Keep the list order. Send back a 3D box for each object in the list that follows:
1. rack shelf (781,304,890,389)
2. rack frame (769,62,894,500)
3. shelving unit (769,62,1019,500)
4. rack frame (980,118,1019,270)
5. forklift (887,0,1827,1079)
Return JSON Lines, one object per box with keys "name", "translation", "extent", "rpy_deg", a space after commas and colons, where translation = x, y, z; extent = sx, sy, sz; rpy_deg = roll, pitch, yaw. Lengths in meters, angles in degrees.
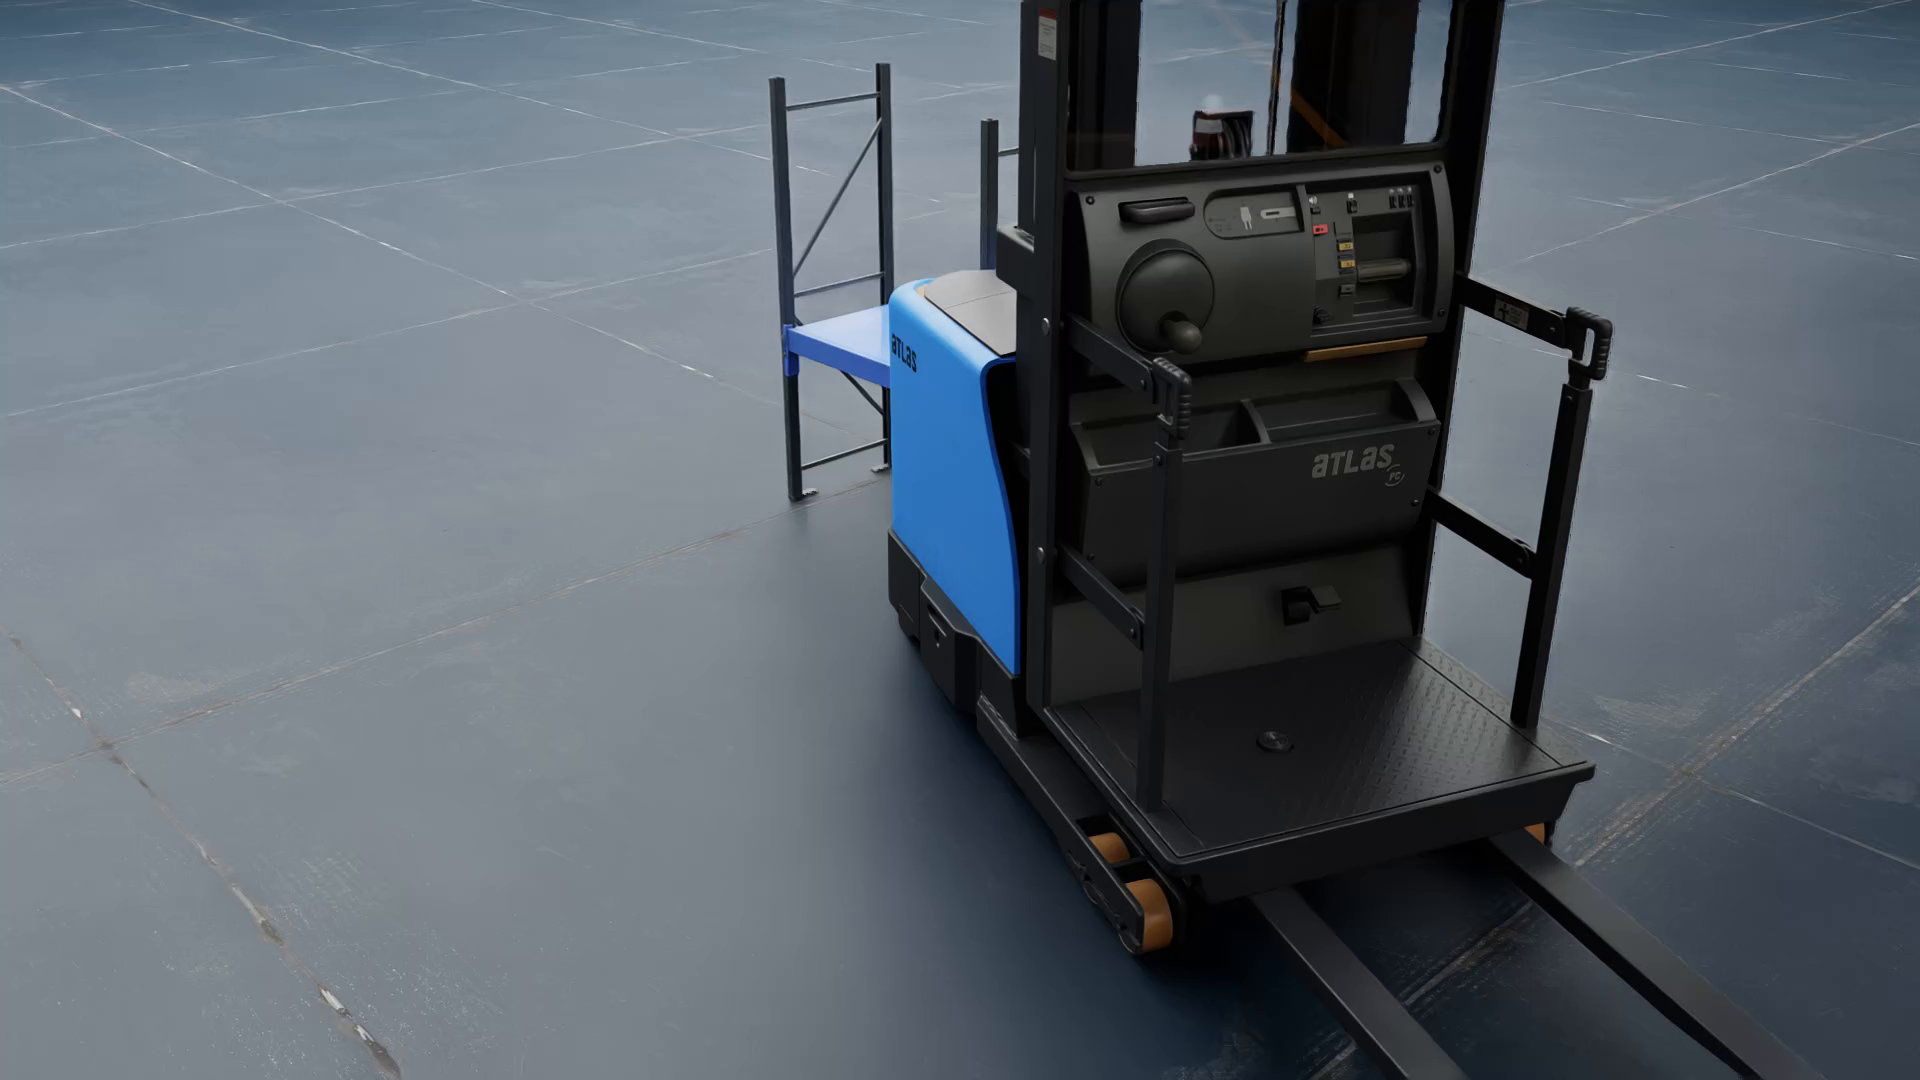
{"name": "rack shelf", "translation": [-0.091, -0.586, 5.660], "extent": [0.538, 0.185, 1.000], "rpy_deg": [-21, 32, -38]}
{"name": "rack frame", "translation": [-0.435, -0.905, 5.926], "extent": [0.500, 1.500, 0.032], "rpy_deg": [-21, 32, -38]}
{"name": "shelving unit", "translation": [-0.091, -0.749, 5.586], "extent": [0.538, 1.500, 1.048], "rpy_deg": [-21, 32, -38]}
{"name": "rack frame", "translation": [0.253, -0.594, 5.245], "extent": [0.500, 1.500, 0.032], "rpy_deg": [-21, 32, -38]}
{"name": "forklift", "translation": [0.776, -0.603, 3.541], "extent": [1.130, 2.935, 3.031], "rpy_deg": [-9, 26, -19]}
